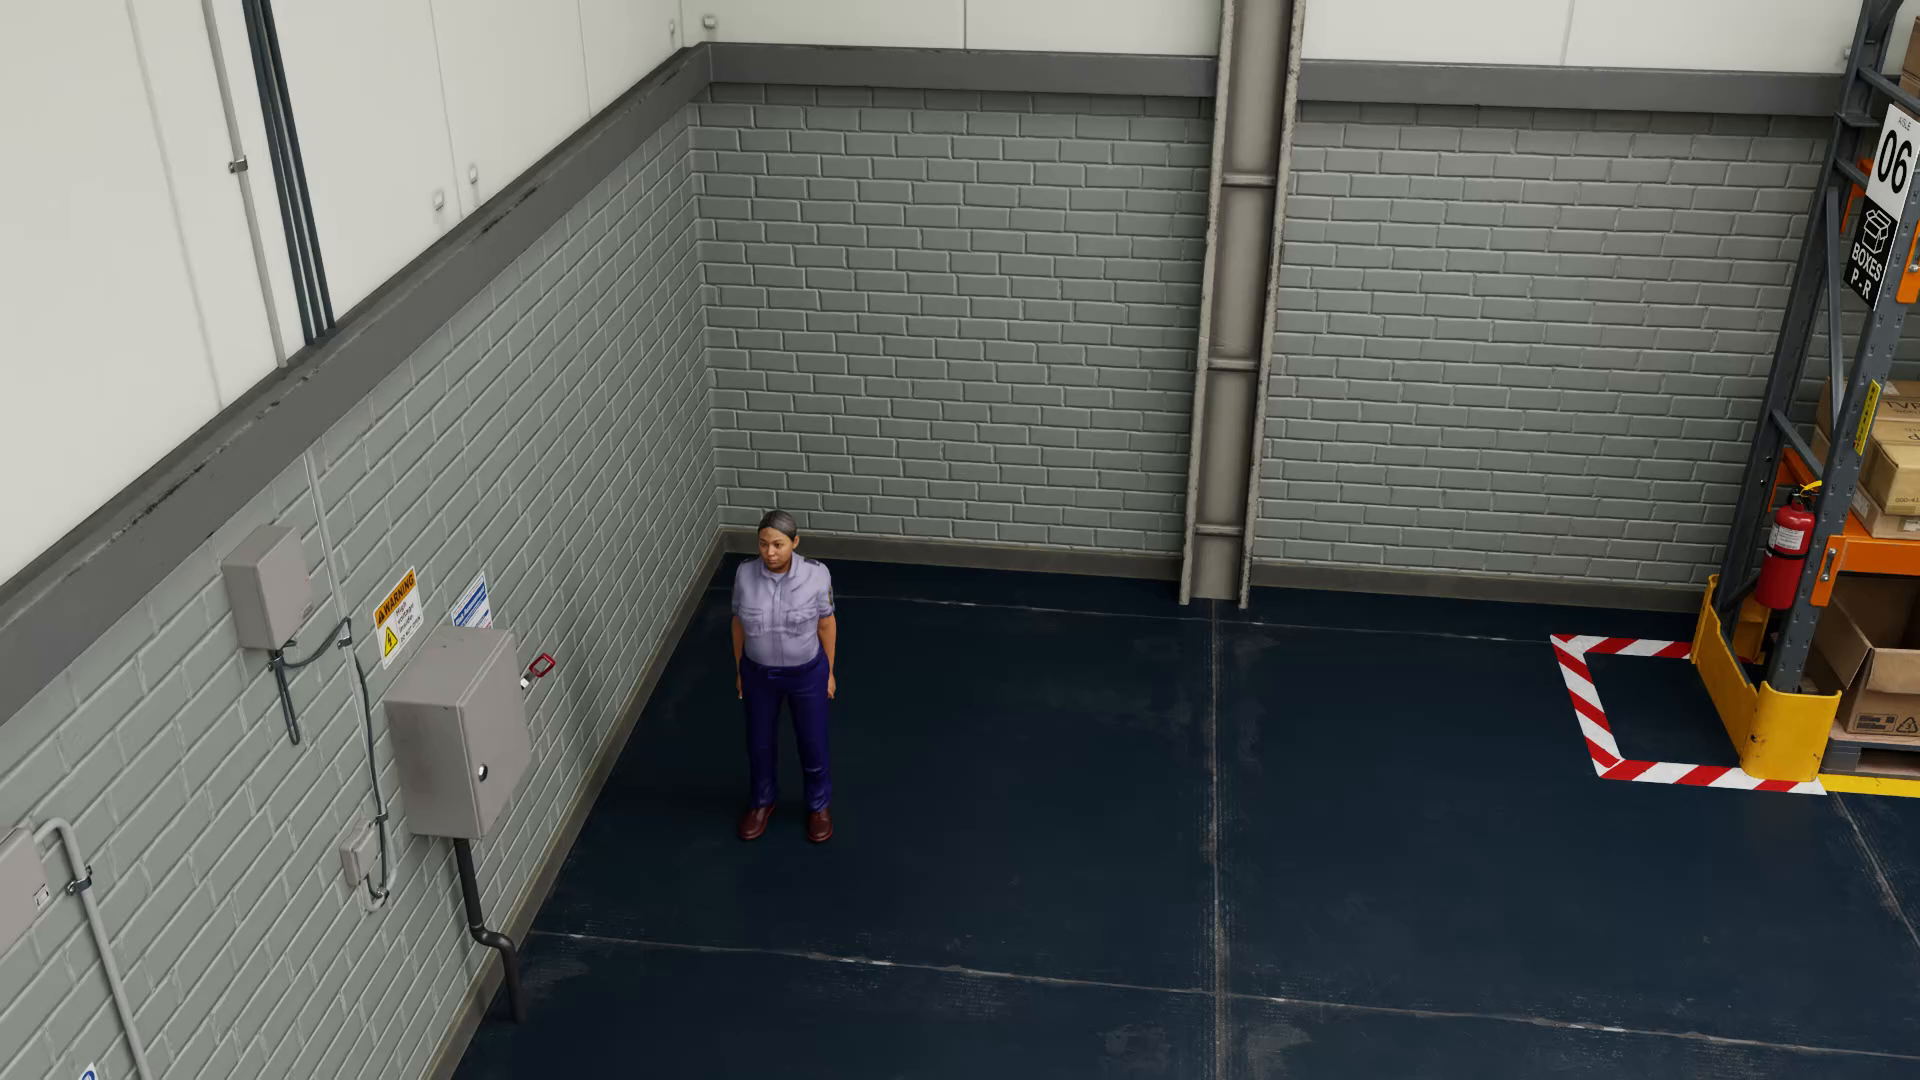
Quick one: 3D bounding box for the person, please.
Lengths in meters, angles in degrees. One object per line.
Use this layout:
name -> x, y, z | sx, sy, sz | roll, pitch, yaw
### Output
person -> -0.799, 0.620, 7.511 | 0.481, 1.639, 0.347 | 1, 29, 3
